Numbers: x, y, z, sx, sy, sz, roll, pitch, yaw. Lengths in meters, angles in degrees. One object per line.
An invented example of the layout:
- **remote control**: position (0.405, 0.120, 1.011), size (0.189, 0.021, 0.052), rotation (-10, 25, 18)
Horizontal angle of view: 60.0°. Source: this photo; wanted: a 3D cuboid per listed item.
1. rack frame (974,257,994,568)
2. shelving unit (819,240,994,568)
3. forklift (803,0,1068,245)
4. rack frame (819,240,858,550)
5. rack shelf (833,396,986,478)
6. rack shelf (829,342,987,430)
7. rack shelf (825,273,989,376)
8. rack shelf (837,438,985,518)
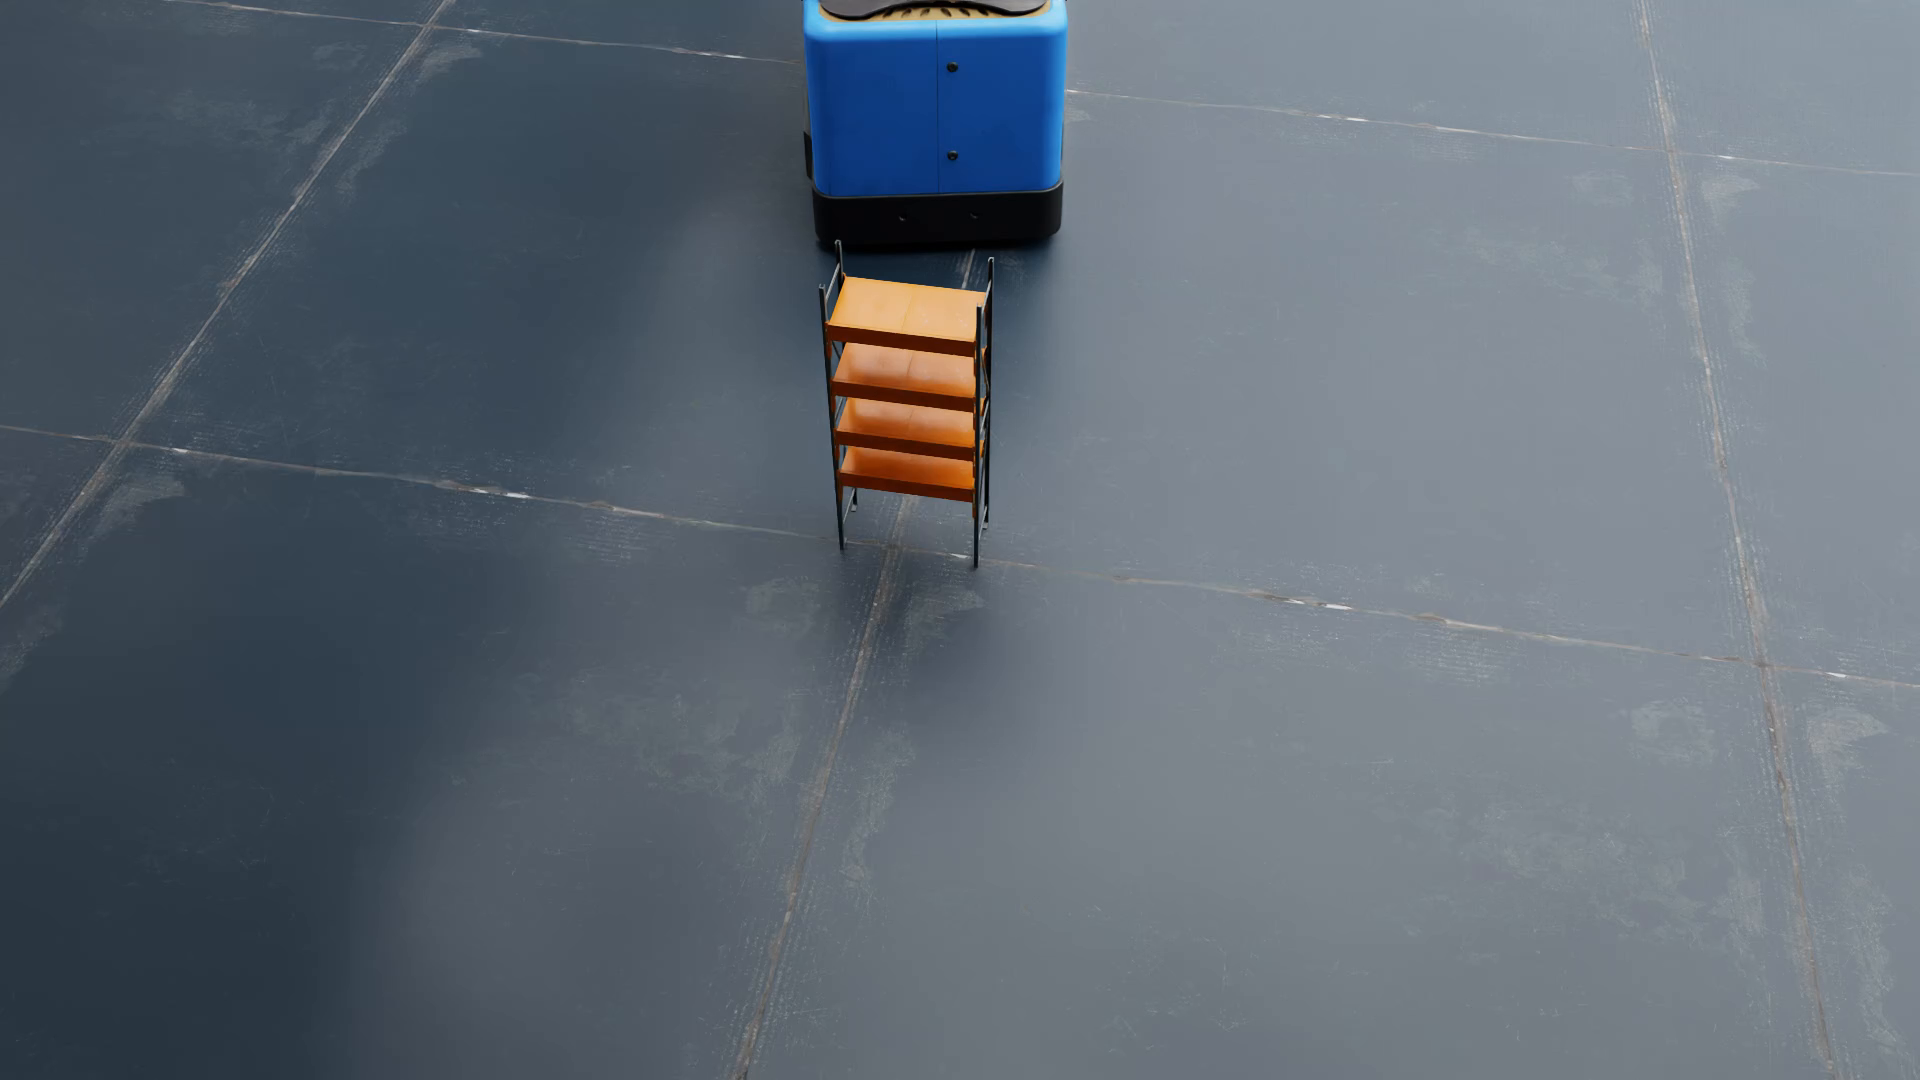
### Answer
- **rack frame**: position (0.077, -0.391, 5.543), size (0.015, 1.200, 0.240), rotation (8, 49, 7)
- **shelving unit**: position (-0.163, -0.423, 5.572), size (0.503, 1.200, 0.258), rotation (8, 49, 7)
- **forklift**: position (-0.166, -3.317, 7.009), size (1.130, 2.935, 3.031), rotation (-2, 48, -2)
- **rack frame**: position (-0.403, -0.455, 5.601), size (0.015, 1.200, 0.240), rotation (8, 49, 7)
- **rack shelf**: position (-0.163, -0.378, 5.622), size (0.480, 0.148, 0.258), rotation (8, 49, 7)
- **rack shelf**: position (-0.163, -0.527, 5.456), size (0.480, 0.148, 0.258), rotation (8, 49, 7)
- **rack shelf**: position (-0.163, -0.686, 5.280), size (0.480, 0.148, 0.258), rotation (8, 49, 7)
- **rack shelf**: position (-0.163, -0.245, 5.770), size (0.480, 0.148, 0.258), rotation (8, 49, 7)
